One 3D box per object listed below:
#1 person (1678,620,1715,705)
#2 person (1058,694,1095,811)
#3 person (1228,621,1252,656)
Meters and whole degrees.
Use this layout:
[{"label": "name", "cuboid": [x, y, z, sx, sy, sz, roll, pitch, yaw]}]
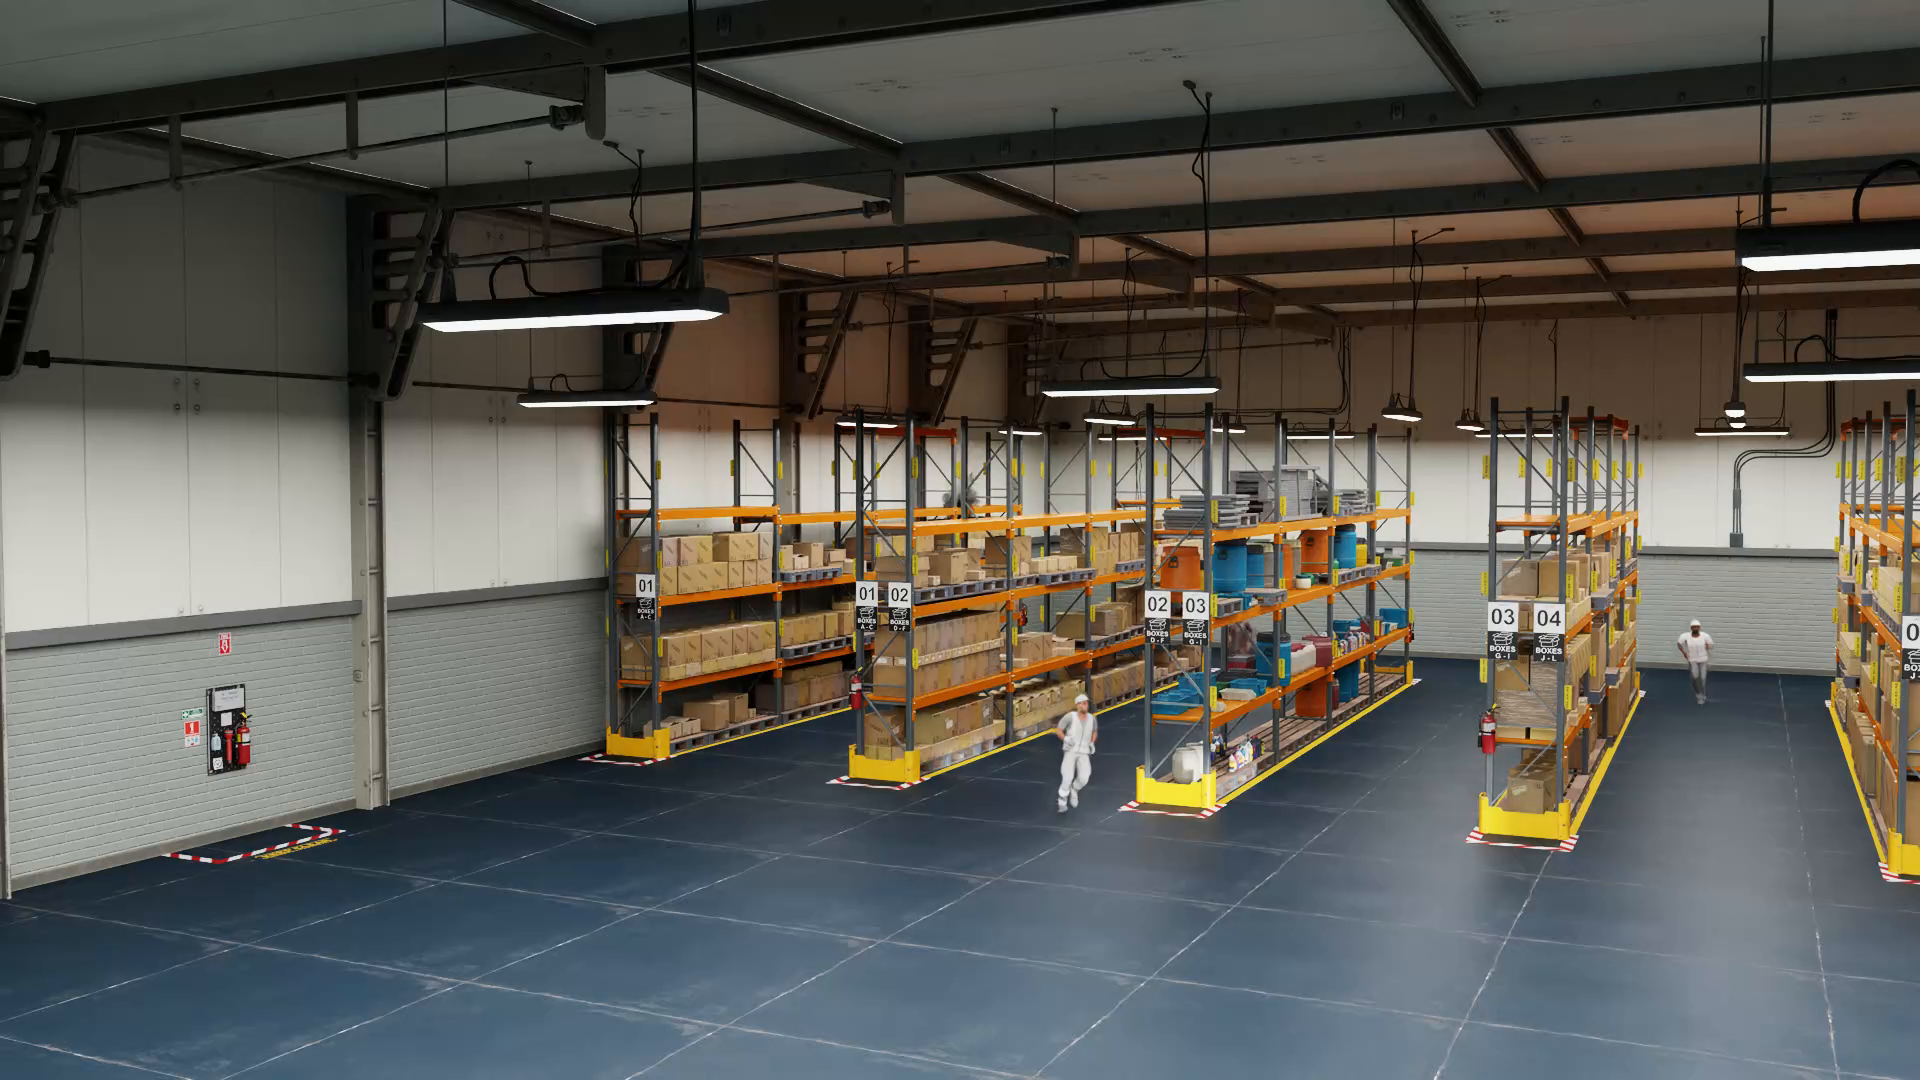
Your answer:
[{"label": "person", "cuboid": [15.816, 2.632, 35.706, 0.693, 1.827, 0.746, 1, 2, 12]}, {"label": "person", "cuboid": [1.726, 3.117, 24.361, 0.535, 1.708, 0.553, 0, 2, -11]}, {"label": "person", "cuboid": [6.327, 2.510, 38.027, 0.675, 1.804, 1.017, 1, 2, 13]}]
